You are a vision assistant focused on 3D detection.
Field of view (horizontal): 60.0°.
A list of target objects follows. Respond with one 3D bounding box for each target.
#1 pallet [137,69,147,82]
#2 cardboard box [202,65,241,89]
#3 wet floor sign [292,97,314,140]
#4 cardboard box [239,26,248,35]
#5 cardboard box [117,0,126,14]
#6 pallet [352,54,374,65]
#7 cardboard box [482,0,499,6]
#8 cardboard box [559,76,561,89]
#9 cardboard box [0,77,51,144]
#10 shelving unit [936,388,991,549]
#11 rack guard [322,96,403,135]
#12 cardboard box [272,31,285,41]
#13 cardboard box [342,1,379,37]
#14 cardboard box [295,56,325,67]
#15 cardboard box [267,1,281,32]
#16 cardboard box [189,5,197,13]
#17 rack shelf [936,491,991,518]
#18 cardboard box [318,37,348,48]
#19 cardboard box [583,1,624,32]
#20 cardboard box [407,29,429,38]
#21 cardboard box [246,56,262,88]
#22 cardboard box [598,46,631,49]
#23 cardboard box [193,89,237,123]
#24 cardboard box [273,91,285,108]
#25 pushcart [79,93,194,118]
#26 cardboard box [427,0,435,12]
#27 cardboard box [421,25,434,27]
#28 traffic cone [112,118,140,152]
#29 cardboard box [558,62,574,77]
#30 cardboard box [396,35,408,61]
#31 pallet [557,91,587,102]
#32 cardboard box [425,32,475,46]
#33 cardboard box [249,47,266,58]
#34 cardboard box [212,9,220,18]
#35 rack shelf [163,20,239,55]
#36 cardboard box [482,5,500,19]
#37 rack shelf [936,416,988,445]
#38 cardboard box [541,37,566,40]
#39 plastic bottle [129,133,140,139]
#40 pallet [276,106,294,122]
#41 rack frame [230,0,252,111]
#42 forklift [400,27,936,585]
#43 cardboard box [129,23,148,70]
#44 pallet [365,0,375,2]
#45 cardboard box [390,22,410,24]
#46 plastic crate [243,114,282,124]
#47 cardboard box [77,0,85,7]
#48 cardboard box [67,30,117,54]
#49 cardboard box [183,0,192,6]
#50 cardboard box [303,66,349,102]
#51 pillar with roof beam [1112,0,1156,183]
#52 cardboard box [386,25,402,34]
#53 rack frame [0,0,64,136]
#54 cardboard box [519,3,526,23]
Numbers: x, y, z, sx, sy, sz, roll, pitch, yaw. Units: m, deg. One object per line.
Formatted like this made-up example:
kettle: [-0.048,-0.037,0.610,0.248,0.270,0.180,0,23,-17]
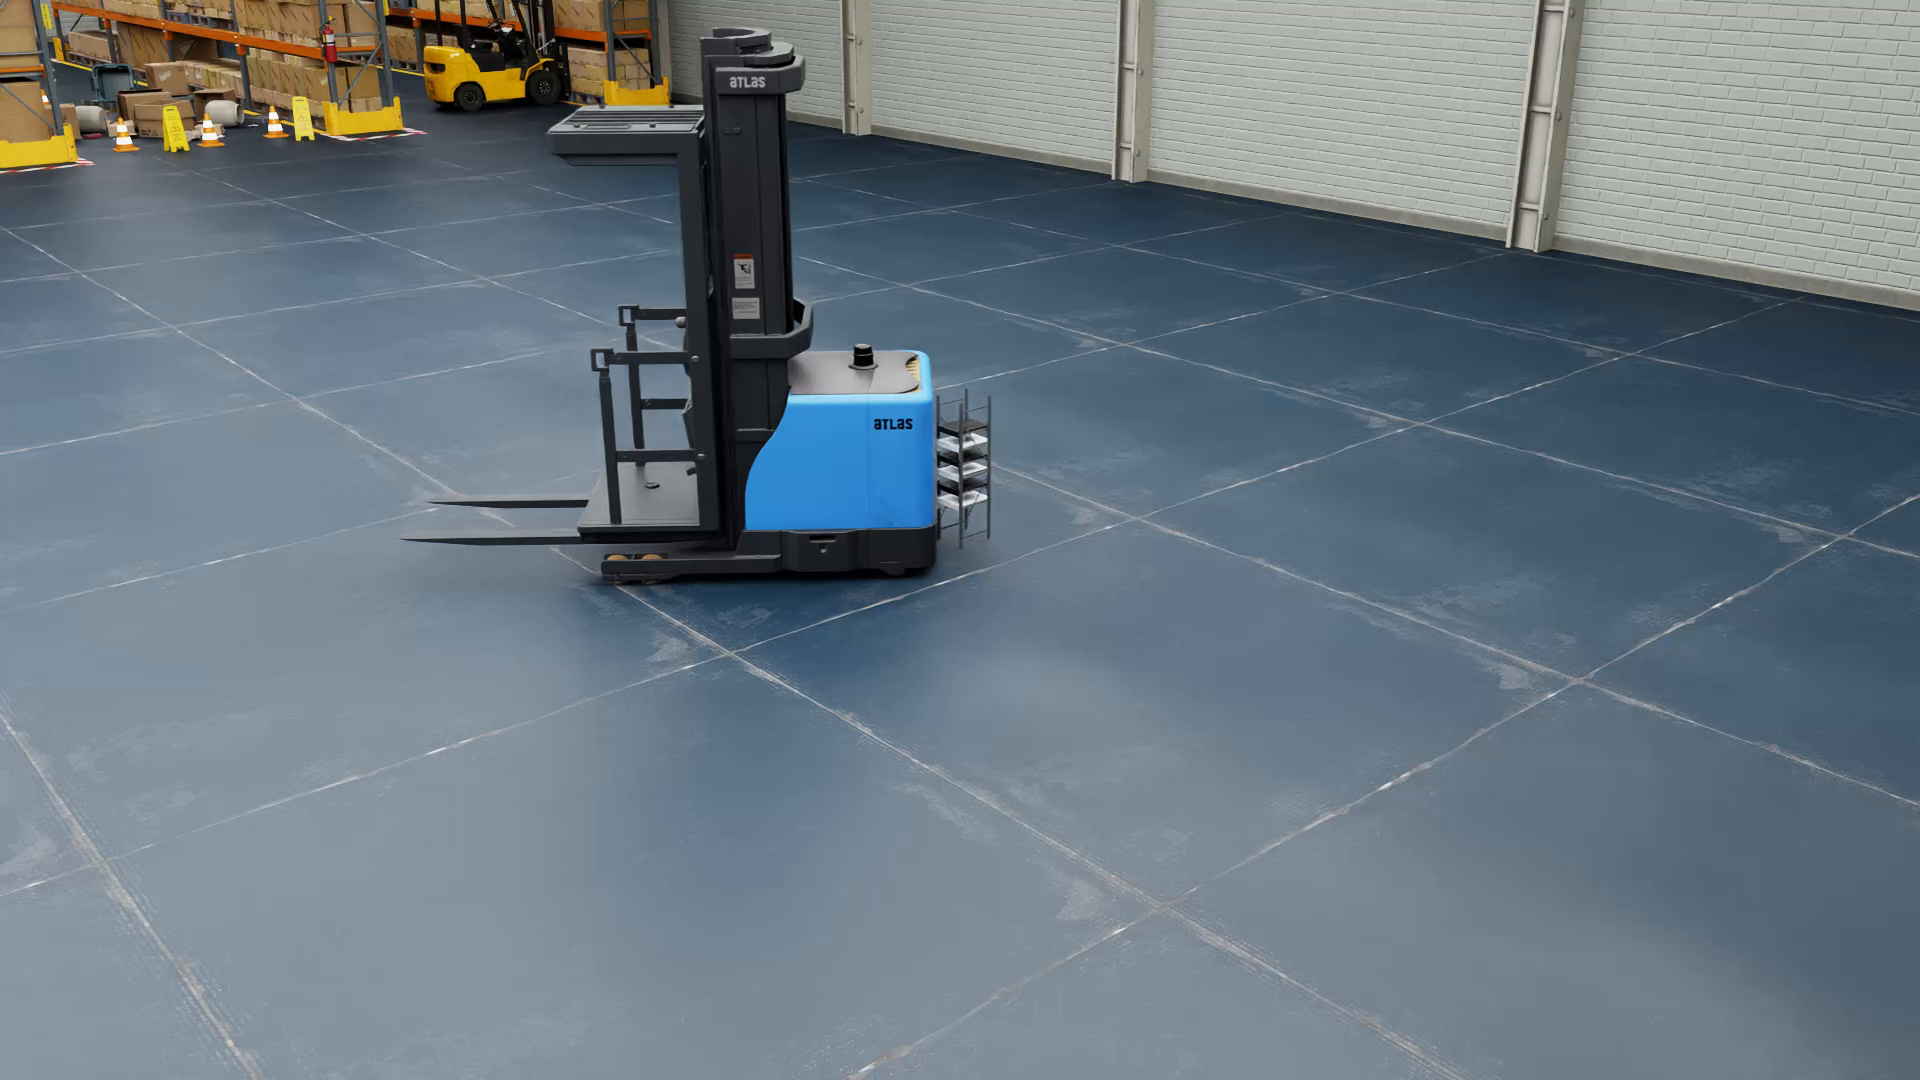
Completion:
pallet: [-16.009,-9.447,33.814,1.003,0.211,1.213,-17,27,-37]
cardboard box: [-13.419,-8.573,30.788,0.950,0.372,0.625,-16,27,-36]
wet floor sign: [-10.224,-6.559,25.846,0.267,0.644,0.232,-8,23,-19]
cardboard box: [-12.186,-8.787,28.651,0.380,0.149,0.250,-18,27,-38]
cardboard box: [-16.622,-10.736,33.487,0.500,0.250,0.500,-18,28,-38]
pallet: [-13.053,-10.946,37.643,1.003,0.211,1.213,-17,27,-37]
cardboard box: [-8.904,-10.488,32.169,0.500,0.250,0.500,-18,28,-39]
cardboard box: [-7.318,-8.533,30.852,0.500,0.250,0.500,-16,27,-36]
cardboard box: [-13.714,-6.134,23.870,0.875,0.875,0.875,-17,27,-37]
shelving unit: [0.022,-0.422,9.827,0.258,0.900,0.210,-18,27,-38]
rack guard: [-9.587,-6.820,26.710,1.175,0.500,0.348,-17,27,-37]
cardboard box: [-11.172,-8.369,27.582,0.380,0.149,0.250,-18,27,-38]
cardboard box: [-9.636,-8.344,26.631,0.500,0.500,0.500,-18,28,-38]
cardboard box: [-10.548,-7.774,26.995,0.380,0.149,0.250,-16,27,-36]
cardboard box: [-11.064,-8.655,27.424,0.500,0.500,0.500,-17,27,-37]
cardboard box: [-14.005,-9.816,30.701,0.380,0.149,0.250,-16,26,-34]
rack shelf: [0.022,-0.223,9.905,0.258,0.077,0.200,-18,27,-38]
cardboard box: [-9.943,-7.898,26.380,0.380,0.149,0.250,-16,27,-36]
cardboard box: [-6.299,-9.265,29.389,0.500,0.500,0.500,-18,28,-39]
cardboard box: [-11.515,-10.765,35.319,0.380,0.149,0.250,-19,28,-40]
cardboard box: [-11.968,-8.105,28.730,0.500,0.500,0.500,-16,26,-35]
cardboard box: [-6.278,-8.841,30.267,0.500,0.250,0.500,-17,27,-37]
cardboard box: [-12.480,-7.285,27.895,0.500,0.500,0.500,0,21,-1]
cardboard box: [-11.262,-7.465,28.124,0.500,0.250,0.500,-18,28,-38]
pushcart: [-13.843,-7.290,28.079,0.936,0.377,1.648,12,24,27]
cardboard box: [-10.572,-10.965,34.071,0.500,0.250,0.500,-18,28,-39]
cardboard box: [-11.589,-11.134,36.260,0.380,0.149,0.250,-19,28,-40]
traffic cone: [-12.492,-6.060,24.821,0.336,0.463,0.334,-17,27,-37]
cardboard box: [-7.006,-8.632,30.419,0.500,0.250,0.500,-18,28,-39]
cardboard box: [-11.759,-10.594,35.770,0.500,0.500,0.500,-18,28,-38]
pallet: [-7.102,-8.385,31.103,1.003,0.211,1.213,-17,27,-37]
cardboard box: [-10.604,-10.270,34.772,0.875,0.625,0.625,-16,27,-36]
cardboard box: [-11.931,-8.358,28.487,0.380,0.149,0.250,-17,27,-37]
cardboard box: [-13.047,-9.362,29.543,0.380,0.149,0.250,-18,28,-38]
rack shelf: [-13.454,-9.285,30.564,1.077,0.370,4.000,-17,27,-37]
cardboard box: [-8.917,-10.257,32.266,0.500,0.250,0.500,-17,27,-36]
rack shelf: [0.022,-0.642,9.741,0.258,0.077,0.200,-18,27,-38]
cardboard box: [-7.922,-9.541,32.055,0.500,0.250,0.500,-17,27,-36]
plastic bottle: [-13.008,-6.338,26.082,0.283,0.061,0.133,12,24,27]
pallet: [-10.882,-7.255,28.218,1.003,0.211,1.213,-17,27,-37]
rack frame: [-12.148,-9.068,29.022,1.000,3.000,0.127,-17,27,-37]
forklift: [-1.666,-1.309,9.308,3.031,2.935,1.130,-1,21,-2]
cardboard box: [-16.309,-10.084,33.955,0.875,0.875,0.875,-16,27,-36]
pallet: [-12.274,-11.802,36.267,1.003,0.211,1.213,-17,27,-37]
cardboard box: [-12.486,-11.471,37.121,0.380,0.149,0.250,-17,27,-36]
plastic crate: [-11.745,-7.079,27.949,0.583,0.080,0.402,12,24,27]
cardboard box: [-18.546,-11.668,35.524,0.500,0.500,0.500,-18,28,-38]
cardboard box: [-19.475,-11.227,37.473,0.875,0.438,0.875,-19,28,-39]
cardboard box: [-13.944,-10.087,30.503,0.500,0.500,0.500,-17,27,-37]
cardboard box: [-10.258,-7.386,26.895,0.500,0.500,0.500,-17,27,-37]
pillar with roof beam: [-0.979,-8.005,18.084,9.100,9.000,0.400,-17,27,-37]
cardboard box: [-12.360,-11.138,36.271,0.380,0.149,0.250,-19,28,-40]
rack frame: [-13.221,-6.756,23.121,1.000,3.000,0.127,-17,27,-37]
cardboard box: [-7.946,-9.972,31.194,0.500,0.500,0.500,-17,27,-37]
